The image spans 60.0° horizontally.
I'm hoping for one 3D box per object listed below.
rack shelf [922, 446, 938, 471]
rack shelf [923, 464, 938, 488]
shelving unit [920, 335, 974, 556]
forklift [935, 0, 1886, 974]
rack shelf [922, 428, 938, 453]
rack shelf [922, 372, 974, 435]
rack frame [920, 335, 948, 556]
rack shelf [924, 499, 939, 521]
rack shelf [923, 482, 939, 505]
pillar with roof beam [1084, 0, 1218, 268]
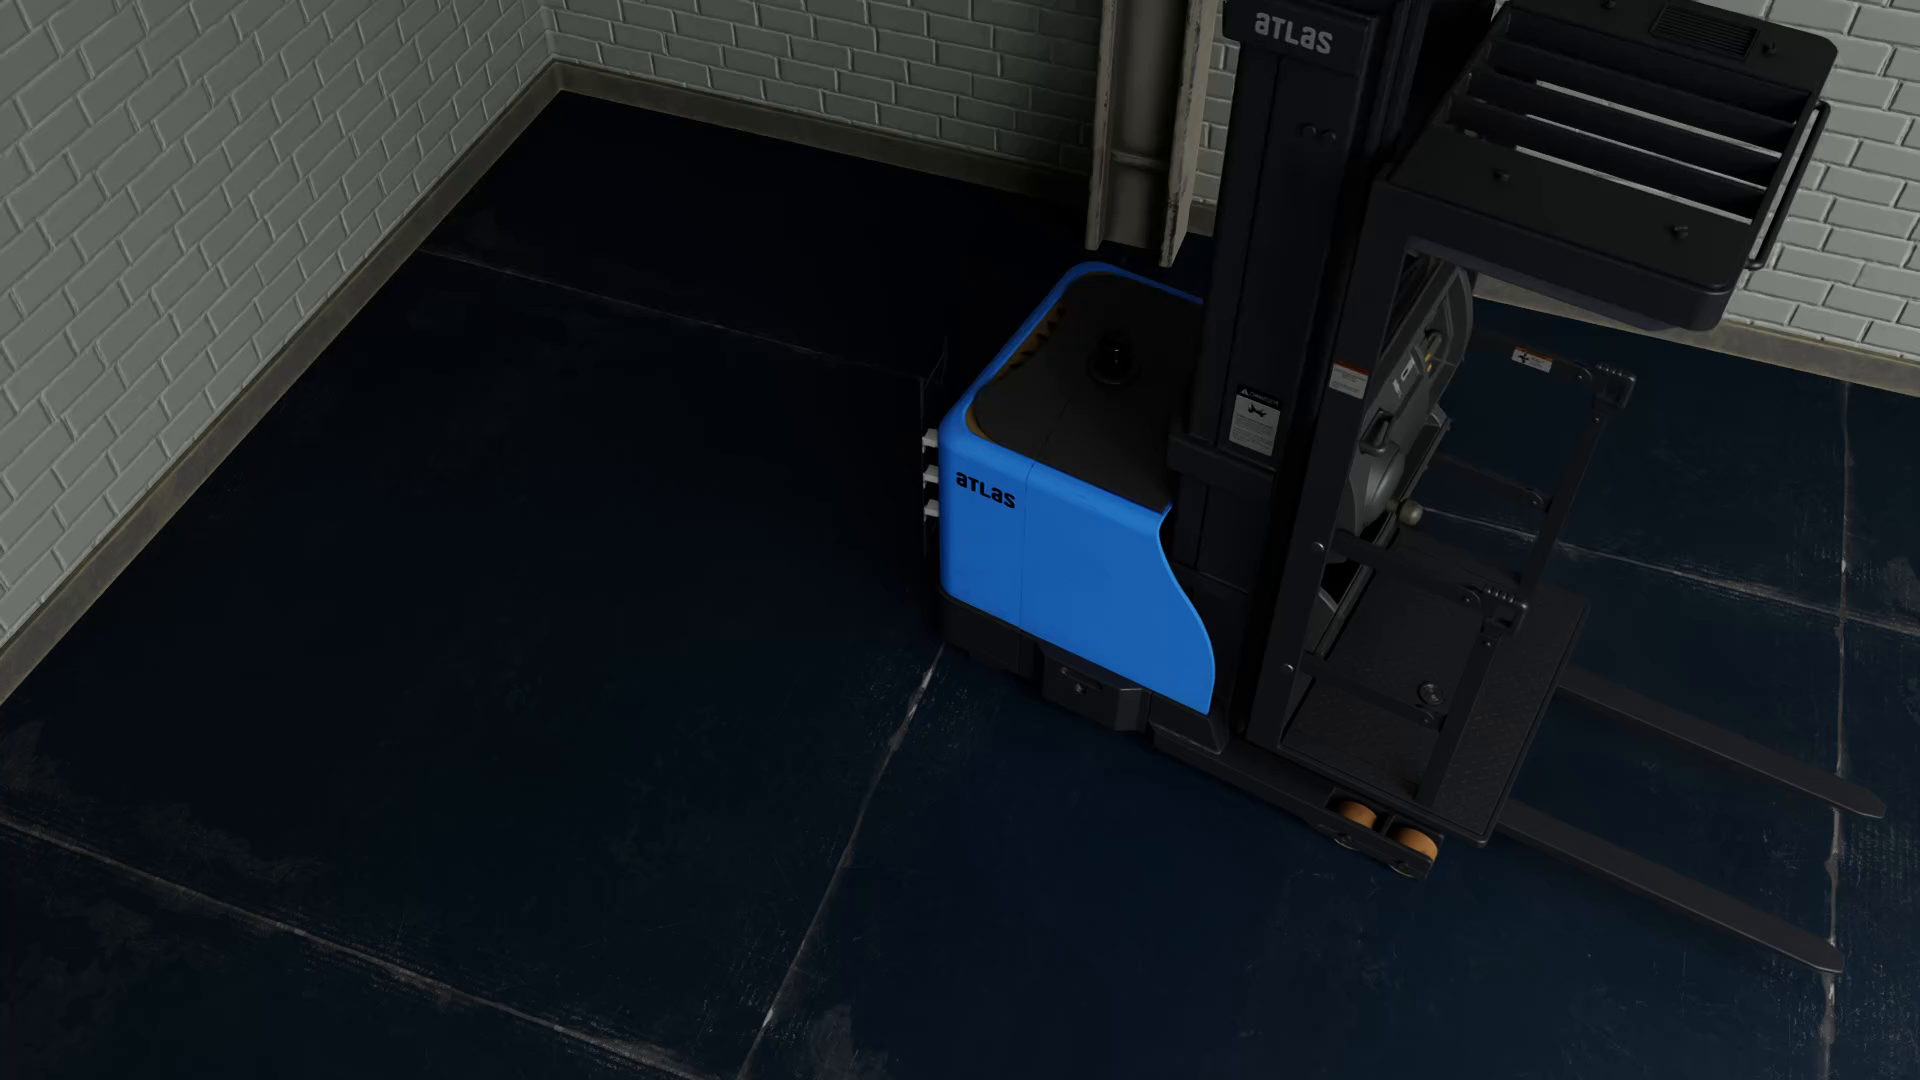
[{"bbox_3d":[0.007,-0.330,5.866,0.200,0.077,0.258,16,51,13],"label":"rack shelf"},{"bbox_3d":[0.007,-0.271,5.934,0.200,0.077,0.258,16,51,13],"label":"rack shelf"},{"bbox_3d":[0.007,-0.293,5.908,0.210,0.900,0.258,16,51,13],"label":"shelving unit"},{"bbox_3d":[1.445,-0.349,4.613,3.031,2.935,1.130,24,53,20],"label":"forklift"},{"bbox_3d":[0.007,-0.389,5.797,0.200,0.077,0.258,16,51,13],"label":"rack shelf"},{"bbox_3d":[0.007,-0.448,5.729,0.200,0.077,0.258,16,51,13],"label":"rack shelf"},{"bbox_3d":[-0.088,-0.320,5.932,0.006,0.900,0.240,16,51,13],"label":"rack frame"},{"bbox_3d":[0.007,-0.153,6.070,0.200,0.077,0.258,16,51,13],"label":"rack shelf"},{"bbox_3d":[0.007,-0.212,6.002,0.200,0.077,0.258,16,51,13],"label":"rack shelf"},{"bbox_3d":[-0.704,-1.247,1.376,0.400,9.000,9.100,16,51,13],"label":"pillar with roof beam"}]
